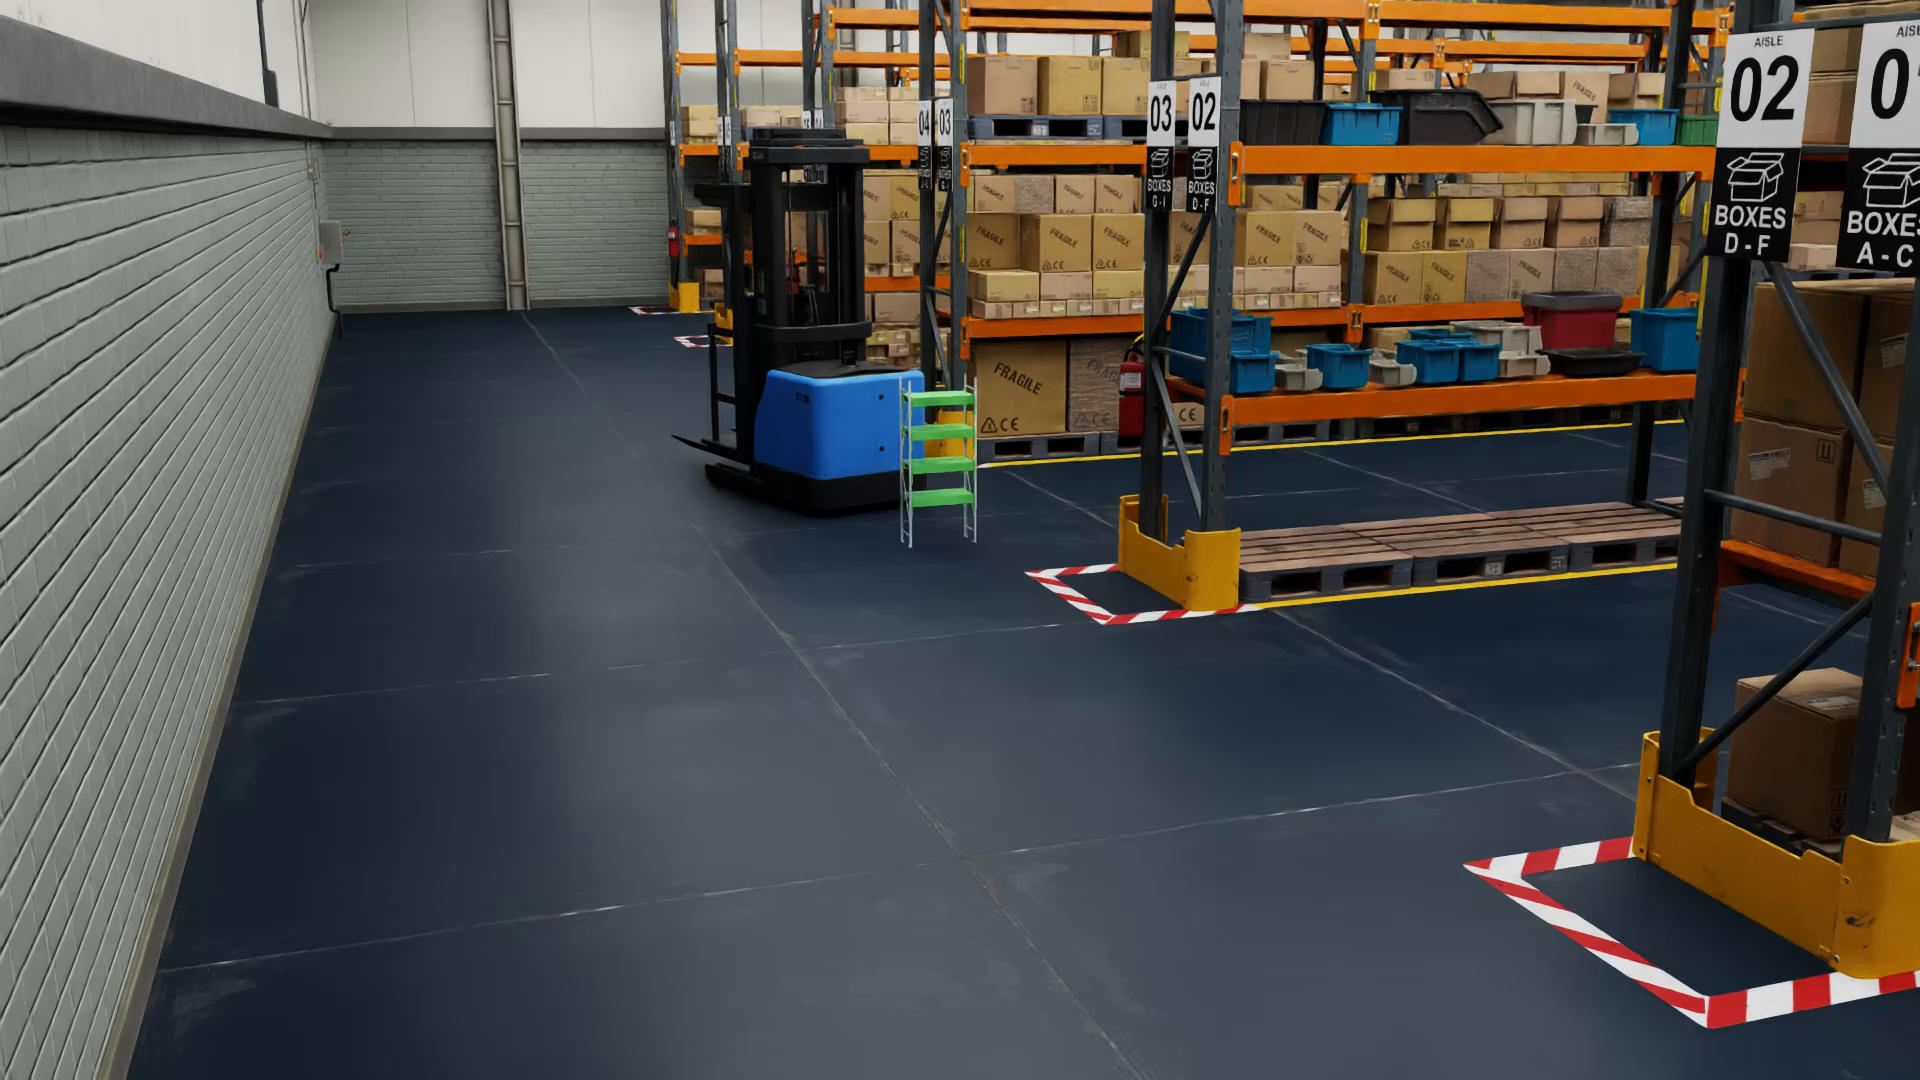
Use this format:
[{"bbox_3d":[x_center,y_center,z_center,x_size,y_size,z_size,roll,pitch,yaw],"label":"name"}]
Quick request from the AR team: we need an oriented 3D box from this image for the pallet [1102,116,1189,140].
[{"bbox_3d":[1.702,-3.807,15.375,1.213,0.211,1.003,-4,14,-18],"label":"pallet"}]

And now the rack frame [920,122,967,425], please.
[{"bbox_3d":[-0.156,-2.243,15.090,0.127,3.000,1.000,-4,14,-18],"label":"rack frame"}]

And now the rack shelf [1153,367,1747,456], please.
[{"bbox_3d":[3.319,-0.954,11.227,4.000,0.370,1.077,-4,14,-18],"label":"rack shelf"}]

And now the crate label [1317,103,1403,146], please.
[{"bbox_3d":[2.401,-2.541,10.181,0.502,0.251,0.408,-4,14,-18],"label":"crate label"}]

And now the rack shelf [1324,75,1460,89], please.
[{"bbox_3d":[8.365,-8.912,32.582,4.000,0.370,1.077,-4,14,-18],"label":"rack shelf"}]

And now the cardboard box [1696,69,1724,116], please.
[{"bbox_3d":[7.954,-4.563,17.064,0.500,0.500,0.500,-4,14,-18],"label":"cardboard box"}]

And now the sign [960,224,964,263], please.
[{"bbox_3d":[0.015,-2.580,14.467,0.005,0.325,0.100,-4,14,-18],"label":"sign"}]

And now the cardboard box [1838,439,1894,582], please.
[{"bbox_3d":[3.504,-0.093,5.837,0.500,0.500,0.500,-4,14,-17],"label":"cardboard box"}]

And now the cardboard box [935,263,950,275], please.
[{"bbox_3d":[-0.264,-3.268,19.941,0.250,0.149,0.380,-5,14,-19],"label":"cardboard box"}]

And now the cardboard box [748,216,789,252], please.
[{"bbox_3d":[-2.770,-4.437,24.100,0.500,0.500,0.500,-5,14,-19],"label":"cardboard box"}]

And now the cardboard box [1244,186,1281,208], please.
[{"bbox_3d":[4.766,-5.387,26.541,0.500,0.500,0.500,-5,14,-20],"label":"cardboard box"}]

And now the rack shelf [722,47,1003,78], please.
[{"bbox_3d":[-1.421,-6.938,24.283,4.000,0.370,1.077,-4,14,-18],"label":"rack shelf"}]

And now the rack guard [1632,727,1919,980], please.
[{"bbox_3d":[3.072,1.141,6.267,0.348,0.500,1.175,-4,14,-18],"label":"rack guard"}]

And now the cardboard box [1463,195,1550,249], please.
[{"bbox_3d":[5.476,-3.221,16.819,0.637,0.503,0.797,-4,14,-16],"label":"cardboard box"}]

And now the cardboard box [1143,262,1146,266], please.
[{"bbox_3d":[1.674,-2.523,15.948,0.500,0.250,0.500,-4,14,-18],"label":"cardboard box"}]

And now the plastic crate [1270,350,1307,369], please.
[{"bbox_3d":[2.139,-1.157,10.966,0.243,0.136,0.396,-4,14,-18],"label":"plastic crate"}]

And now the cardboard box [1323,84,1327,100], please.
[{"bbox_3d":[4.427,-5.623,20.946,0.258,0.266,0.396,-4,14,-18],"label":"cardboard box"}]

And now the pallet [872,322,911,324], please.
[{"bbox_3d":[-1.430,-3.225,25.245,1.213,0.211,1.003,-4,14,-18],"label":"pallet"}]

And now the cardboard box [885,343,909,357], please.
[{"bbox_3d":[-0.786,-2.290,19.900,0.250,0.149,0.380,-5,14,-18],"label":"cardboard box"}]

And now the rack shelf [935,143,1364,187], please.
[{"bbox_3d":[1.739,-3.500,15.446,4.000,0.370,1.077,-4,14,-18],"label":"rack shelf"}]

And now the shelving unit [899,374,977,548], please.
[{"bbox_3d":[-0.157,-0.572,11.953,0.503,1.200,0.258,-4,14,-18],"label":"shelving unit"}]

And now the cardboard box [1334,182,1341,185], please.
[{"bbox_3d":[7.324,-6.918,32.482,0.250,0.149,0.380,-5,14,-19],"label":"cardboard box"}]

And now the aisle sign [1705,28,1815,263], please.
[{"bbox_3d":[2.837,-1.397,5.915,0.004,0.787,0.394,-4,14,-18],"label":"aisle sign"}]

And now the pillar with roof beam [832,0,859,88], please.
[{"bbox_3d":[-0.687,-7.921,25.995,0.400,9.000,9.100,-4,14,-18],"label":"pillar with roof beam"}]

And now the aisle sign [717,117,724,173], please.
[{"bbox_3d":[-3.484,-5.744,24.190,0.004,0.787,0.394,-4,14,-18],"label":"aisle sign"}]

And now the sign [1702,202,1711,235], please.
[{"bbox_3d":[7.606,-3.275,16.927,0.005,0.325,0.100,-4,14,-18],"label":"sign"}]

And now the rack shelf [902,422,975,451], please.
[{"bbox_3d":[-0.157,-0.743,11.912,0.480,0.148,0.258,-4,14,-18],"label":"rack shelf"}]

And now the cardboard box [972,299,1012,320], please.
[{"bbox_3d":[0.286,-2.074,14.925,0.250,0.149,0.380,-4,14,-17],"label":"cardboard box"}]

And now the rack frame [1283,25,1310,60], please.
[{"bbox_3d":[6.470,-9.309,31.832,0.127,3.000,1.000,-4,14,-18],"label":"rack frame"}]

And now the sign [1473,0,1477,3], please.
[{"bbox_3d":[8.239,-8.631,26.620,0.005,0.325,0.100,-4,14,-18],"label":"sign"}]

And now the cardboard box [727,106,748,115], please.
[{"bbox_3d":[-3.915,-7.290,28.427,0.500,0.250,0.500,-5,14,-18],"label":"cardboard box"}]

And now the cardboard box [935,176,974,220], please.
[{"bbox_3d":[-0.156,-4.065,19.730,0.500,0.500,0.500,-5,14,-19],"label":"cardboard box"}]

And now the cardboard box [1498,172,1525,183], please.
[{"bbox_3d":[9.034,-6.000,27.864,0.500,0.500,0.700,-4,14,-18],"label":"cardboard box"}]

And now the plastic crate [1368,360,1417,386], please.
[{"bbox_3d":[2.736,-1.059,10.553,0.298,0.136,0.250,-4,14,-18],"label":"plastic crate"}]

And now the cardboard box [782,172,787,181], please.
[{"bbox_3d":[-2.666,-5.267,24.027,0.250,0.149,0.380,-4,14,-17],"label":"cardboard box"}]

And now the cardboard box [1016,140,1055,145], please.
[{"bbox_3d":[0.812,-4.852,19.902,0.500,0.250,0.500,-5,14,-19],"label":"cardboard box"}]

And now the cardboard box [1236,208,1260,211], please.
[{"bbox_3d":[2.630,-2.961,16.168,0.500,0.500,0.500,-4,14,-18],"label":"cardboard box"}]

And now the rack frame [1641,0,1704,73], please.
[{"bbox_3d":[9.731,-7.142,22.724,0.127,3.000,1.000,-4,14,-18],"label":"rack frame"}]

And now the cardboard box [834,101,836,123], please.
[{"bbox_3d":[-1.287,-5.057,19.684,0.500,0.250,0.500,-5,14,-20],"label":"cardboard box"}]

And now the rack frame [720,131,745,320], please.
[{"bbox_3d":[-3.317,-4.416,24.227,0.127,3.000,1.000,-4,14,-18],"label":"rack frame"}]

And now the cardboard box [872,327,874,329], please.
[{"bbox_3d":[-1.221,-2.540,20.305,0.250,0.149,0.380,-4,14,-17],"label":"cardboard box"}]

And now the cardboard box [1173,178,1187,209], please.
[{"bbox_3d":[3.375,-5.407,26.014,0.500,0.500,0.500,-4,14,-17],"label":"cardboard box"}]

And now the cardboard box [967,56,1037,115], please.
[{"bbox_3d":[0.320,-4.054,14.882,0.500,0.500,0.700,-5,14,-21],"label":"cardboard box"}]

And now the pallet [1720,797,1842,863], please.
[{"bbox_3d":[3.827,1.222,6.549,1.213,0.211,1.003,-4,14,-18],"label":"pallet"}]

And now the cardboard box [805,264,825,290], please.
[{"bbox_3d":[-2.487,-4.648,29.697,0.500,0.500,0.700,-5,14,-20],"label":"cardboard box"}]

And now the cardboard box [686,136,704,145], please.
[{"bbox_3d":[-4.527,-6.814,28.369,0.250,0.149,0.380,-4,14,-17],"label":"cardboard box"}]

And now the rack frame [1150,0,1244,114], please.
[{"bbox_3d":[1.424,-4.075,9.829,0.127,3.000,1.000,-4,14,-18],"label":"rack frame"}]

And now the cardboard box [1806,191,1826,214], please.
[{"bbox_3d":[12.092,-5.026,24.133,0.550,0.550,0.875,-4,14,-18],"label":"cardboard box"}]

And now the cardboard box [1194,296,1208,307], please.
[{"bbox_3d":[2.233,-2.227,15.564,0.250,0.149,0.380,-5,14,-19],"label":"cardboard box"}]

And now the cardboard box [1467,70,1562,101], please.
[{"bbox_3d":[5.497,-4.392,16.511,0.637,0.503,0.797,-5,14,-19],"label":"cardboard box"}]

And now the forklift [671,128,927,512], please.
[{"bbox_3d":[-1.515,-1.933,13.935,1.130,2.935,3.031,-9,16,-34],"label":"forklift"}]

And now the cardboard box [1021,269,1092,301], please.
[{"bbox_3d":[0.875,-2.331,15.140,0.500,0.250,0.500,-5,14,-19],"label":"cardboard box"}]

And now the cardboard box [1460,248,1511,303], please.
[{"bbox_3d":[5.101,-2.640,16.543,0.500,0.500,0.500,-5,14,-19],"label":"cardboard box"}]
